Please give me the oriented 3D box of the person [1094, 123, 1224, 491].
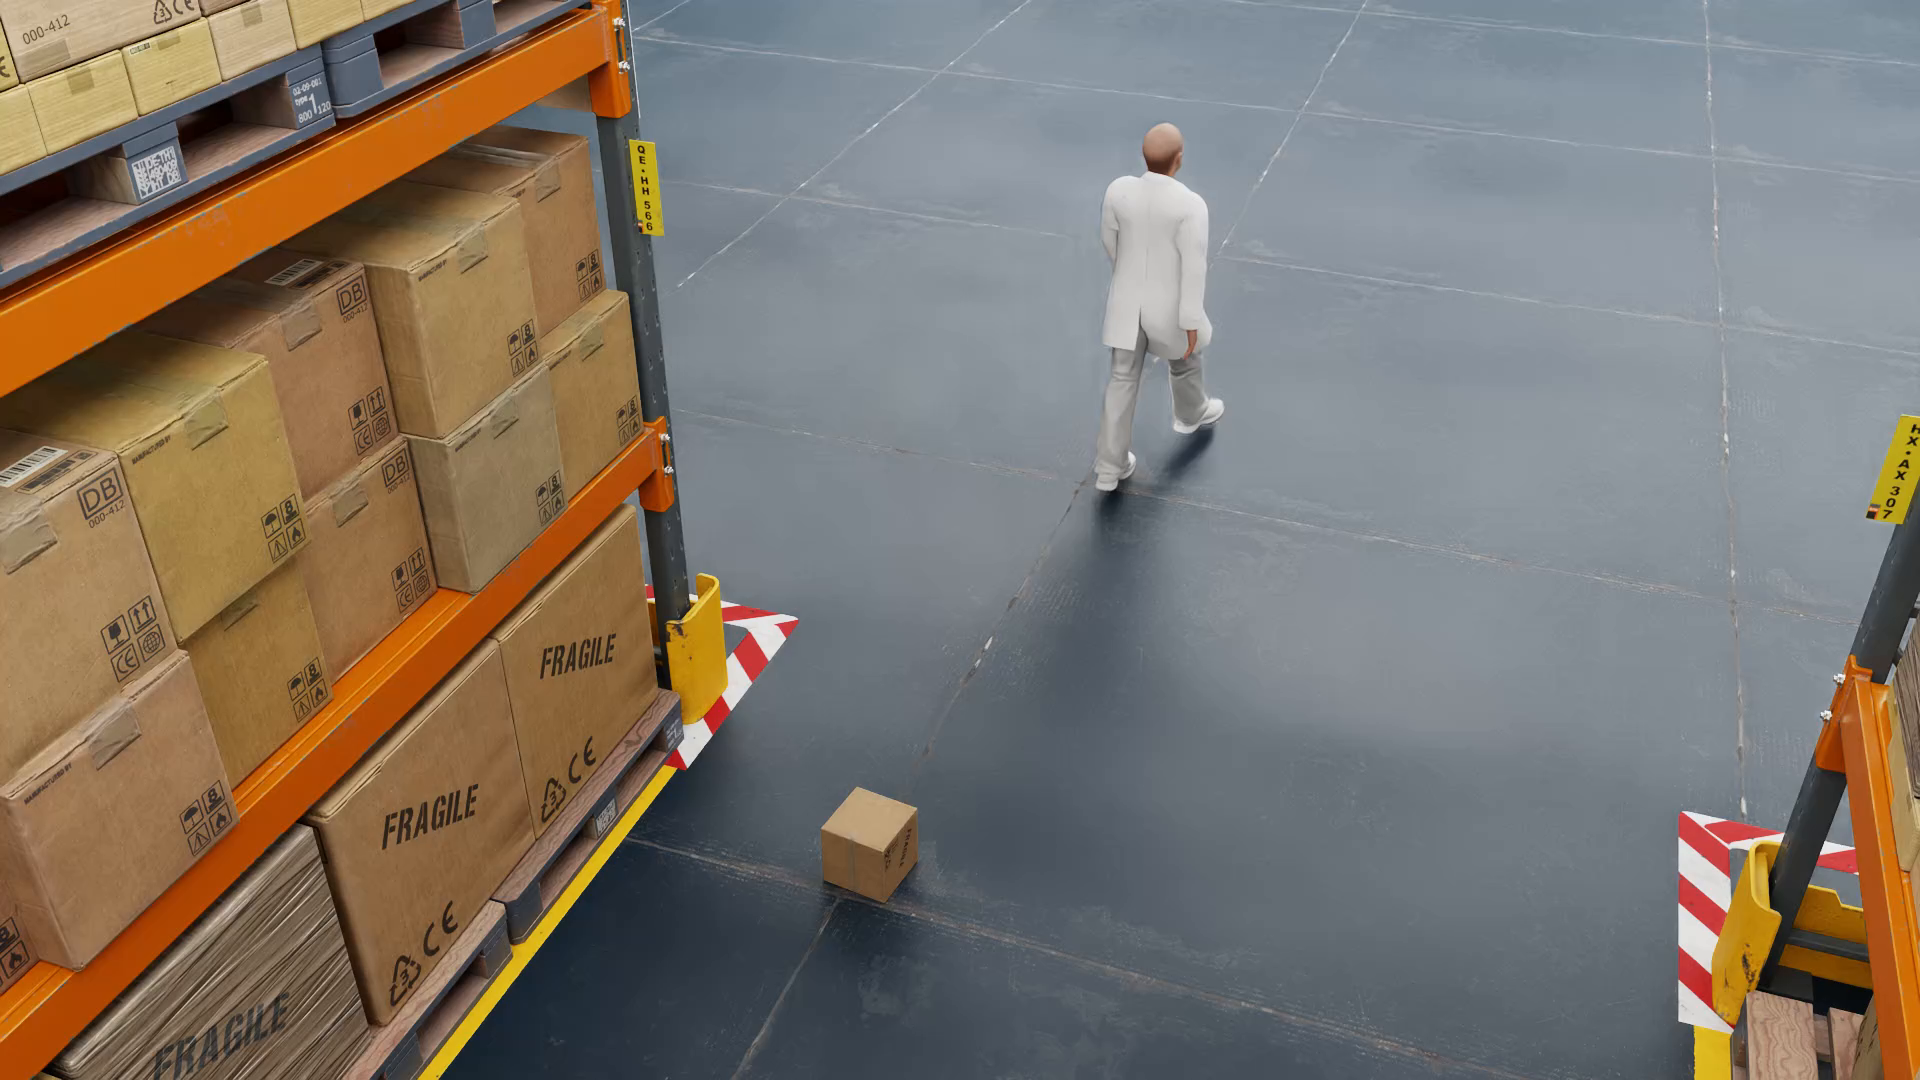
[{"bbox_3d":[0.968,-1.181,7.952,0.607,1.727,1.096,17,37,25],"label":"person"}]
